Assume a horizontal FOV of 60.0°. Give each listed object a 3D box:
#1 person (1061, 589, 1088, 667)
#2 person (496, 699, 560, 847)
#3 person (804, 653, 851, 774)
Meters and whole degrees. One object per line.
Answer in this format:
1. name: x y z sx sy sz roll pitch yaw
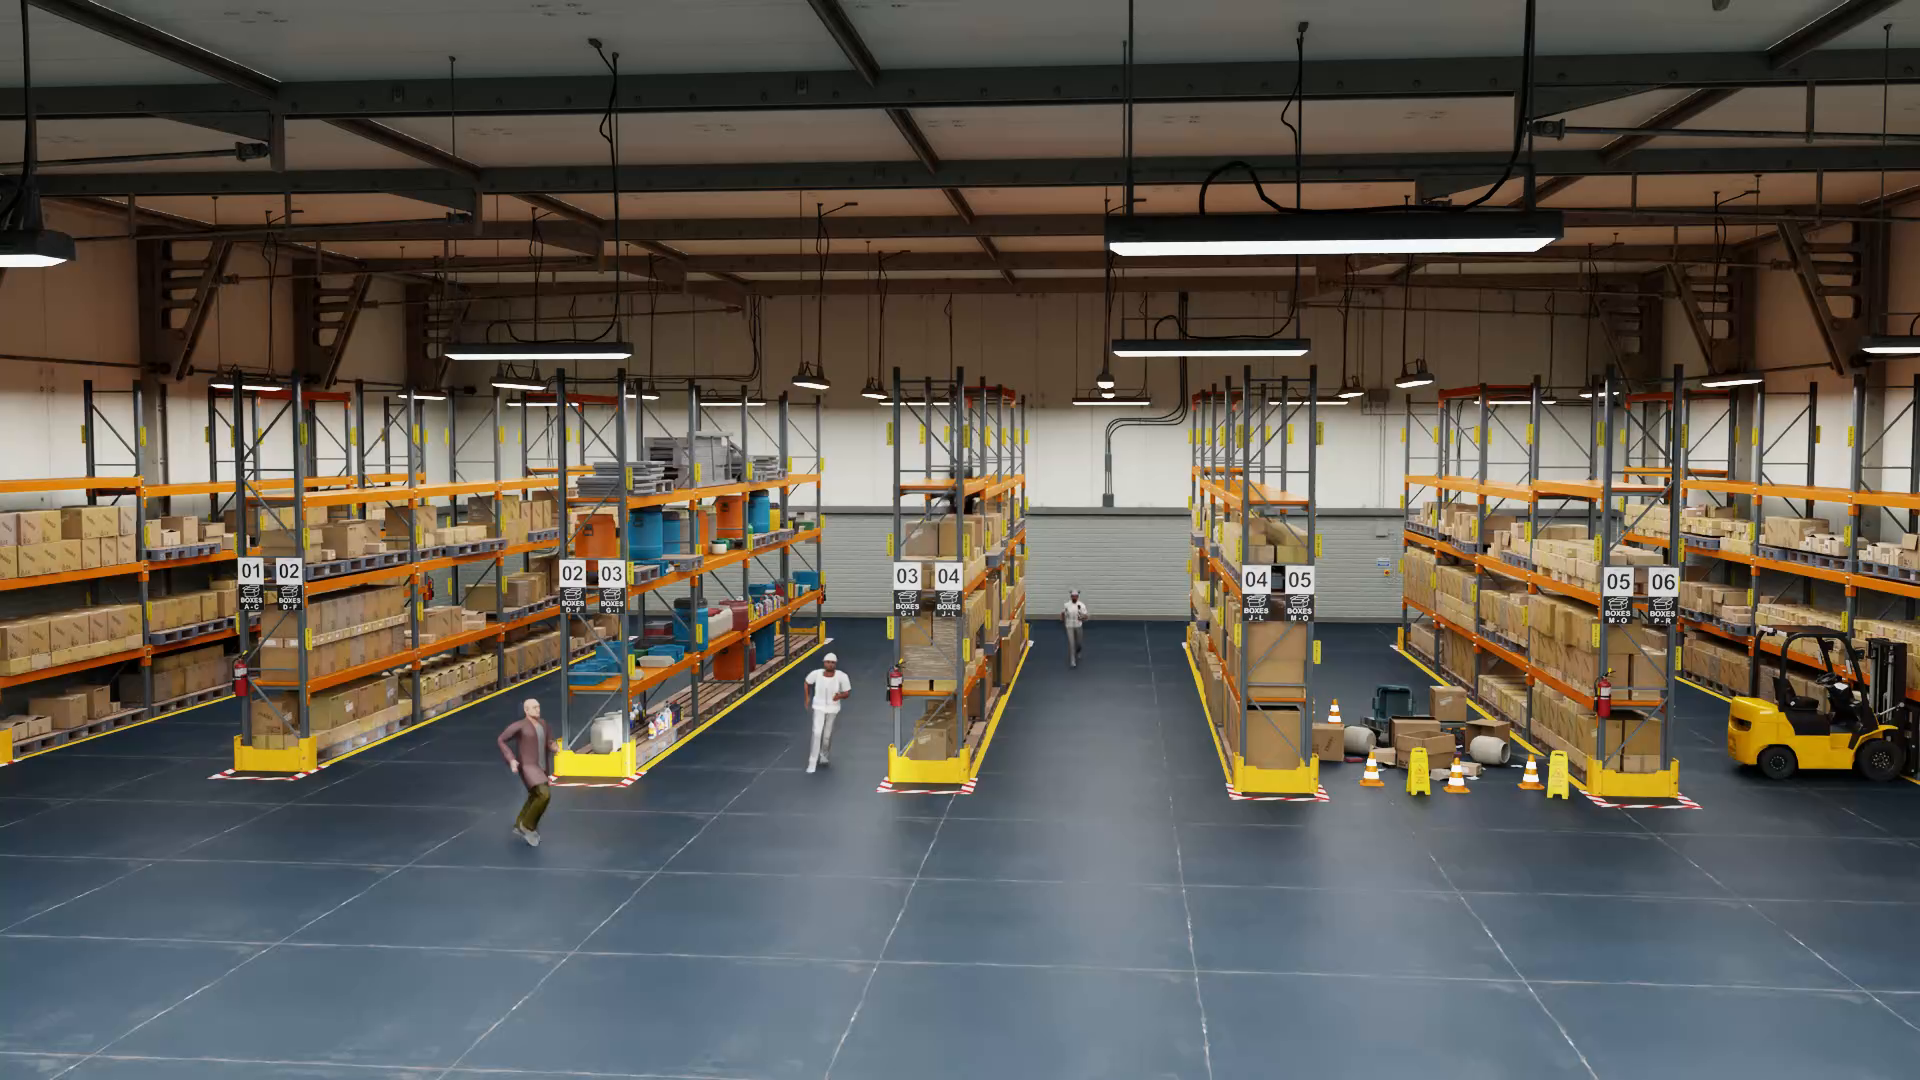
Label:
1. person: 2.496 1.903 36.383 0.589 1.668 0.834 0 4 3
2. person: -5.231 2.850 20.432 0.773 1.800 0.673 2 4 26
3. person: -1.993 2.586 25.036 0.696 1.803 0.765 0 4 -7
